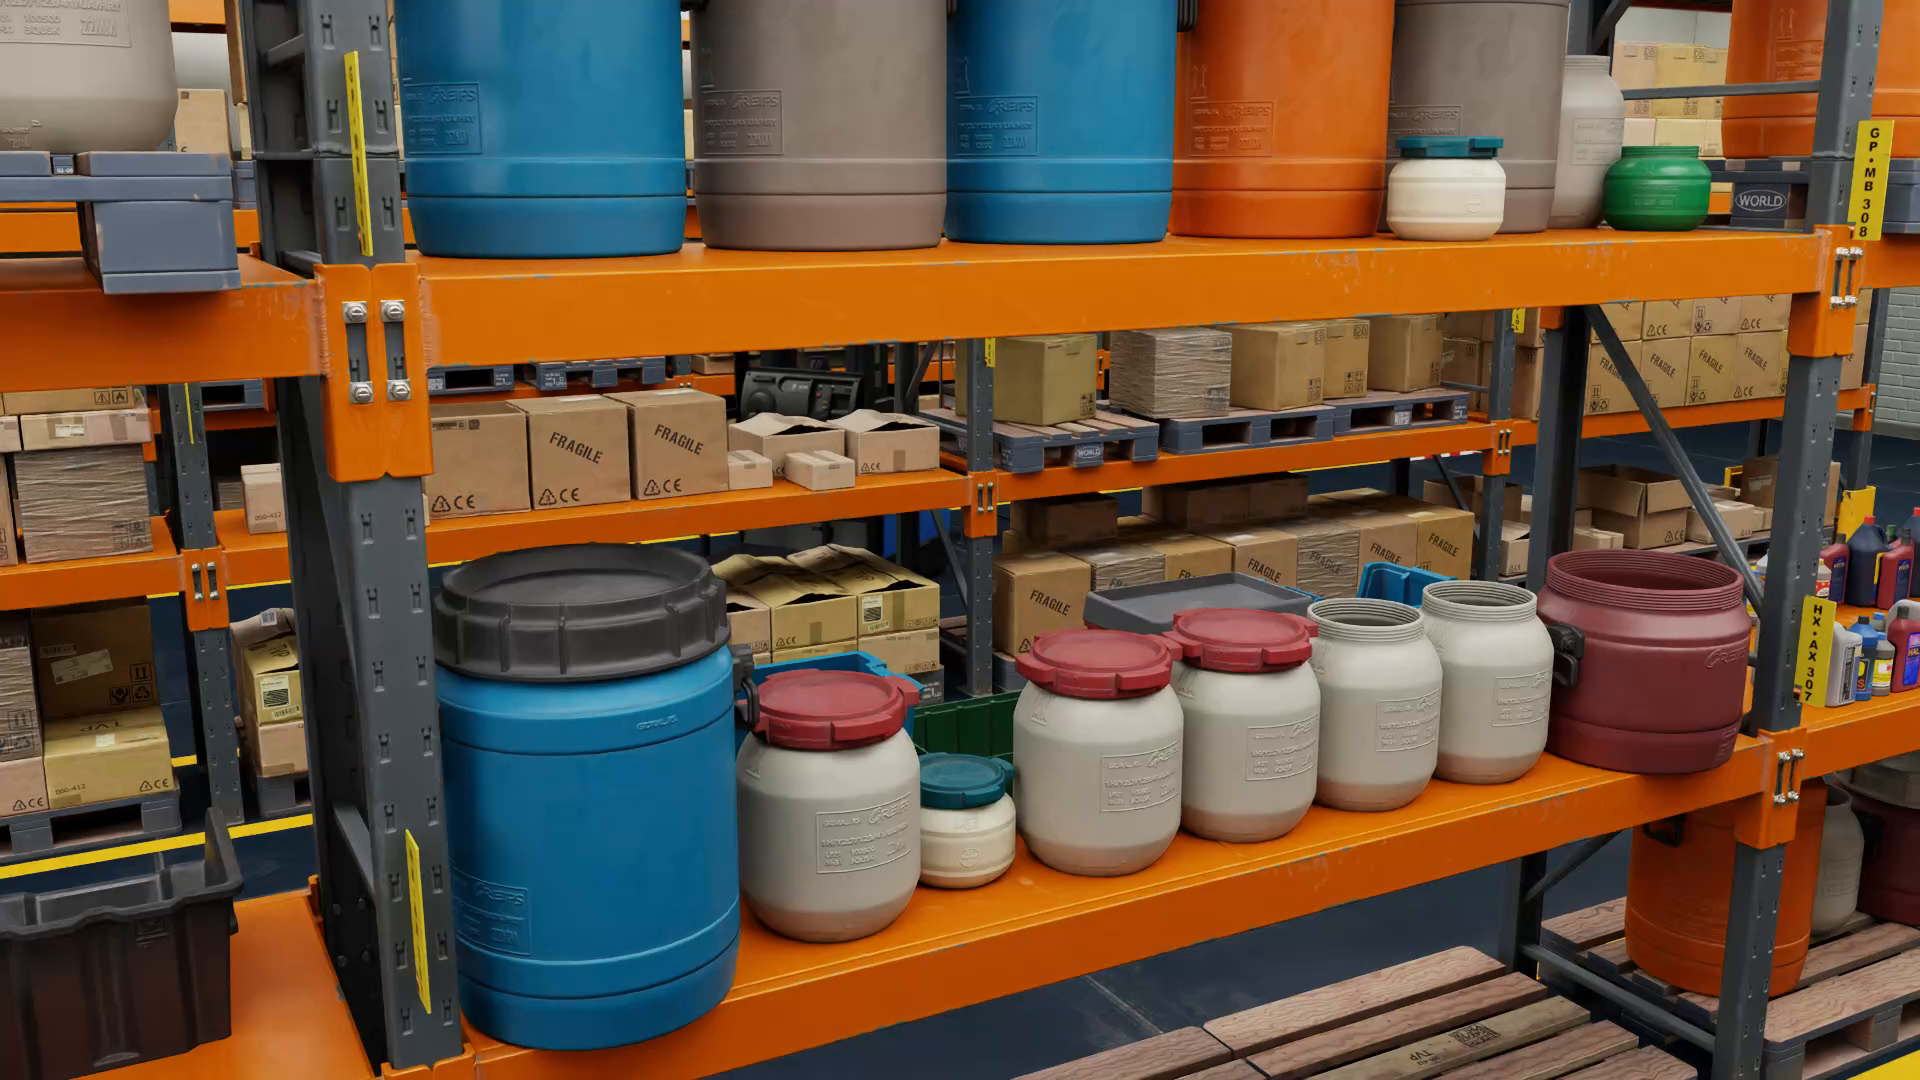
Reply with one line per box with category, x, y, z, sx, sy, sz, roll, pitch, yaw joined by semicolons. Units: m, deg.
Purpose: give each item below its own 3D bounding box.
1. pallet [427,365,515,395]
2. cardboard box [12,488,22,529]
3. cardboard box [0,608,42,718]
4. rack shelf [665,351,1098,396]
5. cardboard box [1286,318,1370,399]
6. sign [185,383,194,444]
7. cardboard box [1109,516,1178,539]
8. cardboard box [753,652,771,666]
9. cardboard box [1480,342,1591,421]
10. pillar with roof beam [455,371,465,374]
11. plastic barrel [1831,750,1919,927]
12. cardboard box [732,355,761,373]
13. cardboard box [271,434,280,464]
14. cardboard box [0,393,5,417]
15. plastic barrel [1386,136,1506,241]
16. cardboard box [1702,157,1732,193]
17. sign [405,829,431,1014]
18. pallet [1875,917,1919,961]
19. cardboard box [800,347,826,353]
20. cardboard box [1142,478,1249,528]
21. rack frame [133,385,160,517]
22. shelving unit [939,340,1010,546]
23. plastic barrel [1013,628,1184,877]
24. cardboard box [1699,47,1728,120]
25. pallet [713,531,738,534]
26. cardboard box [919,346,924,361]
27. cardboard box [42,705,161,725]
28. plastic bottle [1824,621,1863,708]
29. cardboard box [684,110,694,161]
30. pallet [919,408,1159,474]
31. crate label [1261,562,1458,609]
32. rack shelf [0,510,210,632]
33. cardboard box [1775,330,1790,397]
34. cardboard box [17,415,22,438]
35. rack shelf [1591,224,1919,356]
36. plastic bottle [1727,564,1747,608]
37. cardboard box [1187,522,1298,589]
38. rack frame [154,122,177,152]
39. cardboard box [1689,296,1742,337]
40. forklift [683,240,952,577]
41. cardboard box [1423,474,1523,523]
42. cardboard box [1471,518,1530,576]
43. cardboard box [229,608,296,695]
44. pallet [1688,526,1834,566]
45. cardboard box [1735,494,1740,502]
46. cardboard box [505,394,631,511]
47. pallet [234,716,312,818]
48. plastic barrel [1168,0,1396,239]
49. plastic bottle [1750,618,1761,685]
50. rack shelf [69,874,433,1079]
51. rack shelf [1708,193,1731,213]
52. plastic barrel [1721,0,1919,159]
pallet;-4.200;-1.294;12.964;1.213;0.211;1.003;-7;14;-28
cardboard box;-6.885;-0.061;11.740;0.500;0.500;0.500;-8;15;-32
cardboard box;-4.608;0.585;7.778;0.500;0.500;0.500;-7;14;-28
rack shelf;-0.726;-1.463;14.917;4.000;0.370;1.077;-7;14;-28
cardboard box;2.310;-1.233;11.070;0.500;0.500;0.700;-4;13;-19
sign;-3.349;-0.583;7.215;0.005;0.325;0.100;-7;14;-28
cardboard box;1.058;0.157;10.769;0.500;0.500;0.500;-7;15;-30
cardboard box;-1.344;0.697;8.988;0.500;0.250;0.500;-6;14;-27
cardboard box;3.984;-1.120;11.527;0.500;0.500;0.500;-6;14;-26
pillar with roof beam;-1.975;-3.731;9.691;0.400;9.000;9.100;-7;14;-28
plastic barrel;3.678;1.104;6.409;0.708;0.588;0.600;-7;14;-28
cardboard box;-1.857;-1.506;13.994;0.250;0.149;0.380;-7;14;-27
cardboard box;-4.970;-0.671;12.744;0.500;0.250;0.500;-7;15;-29
cardboard box;-4.445;-0.809;7.190;0.500;0.500;0.700;-7;14;-28
plastic barrel;1.261;-0.912;4.311;0.301;0.262;0.301;0;13;0
cardboard box;5.269;-2.621;11.935;0.500;0.250;0.500;-7;14;-28
sign;-0.992;0.698;3.043;0.005;0.325;0.100;-7;14;-28
pallet;4.007;1.448;6.696;1.213;0.211;1.003;-7;14;-28
cardboard box;-1.469;-1.862;14.102;0.500;0.500;0.500;-6;14;-26
cardboard box;1.547;-0.269;10.957;0.500;0.250;0.500;-7;15;-29
rack frame;-5.993;-1.183;12.033;0.127;3.000;1.000;-7;14;-28
shelving unit;0.145;-1.042;13.456;0.503;2.100;0.431;-7;14;-28
plastic barrel;0.343;0.524;4.137;0.433;0.535;0.433;0;13;0
cardboard box;5.123;-3.290;12.058;0.500;0.500;0.700;-7;14;-28
pallet;-1.754;-0.312;14.513;1.213;0.211;1.003;-7;14;-28
cardboard box;-0.507;-1.671;14.727;0.250;0.149;0.380;-6;14;-26
cardboard box;-4.168;0.898;8.092;0.500;0.250;0.500;-7;14;-28
plastic bottle;2.800;0.383;5.359;0.135;0.276;0.152;-7;14;-28
cardboard box;-1.435;-2.069;8.526;0.500;0.250;0.500;-7;15;-29
pallet;0.456;-0.641;10.061;1.003;0.211;1.213;-7;14;-28
crate label;1.263;0.341;5.183;0.616;0.435;0.502;-7;14;-28
rack shelf;-5.371;0.333;6.937;4.000;0.370;1.077;-7;14;-28
cardboard box;6.200;-1.385;12.704;0.500;0.500;0.500;-7;14;-27
cardboard box;-4.391;-0.549;7.512;0.250;0.149;0.380;-7;15;-29
rack shelf;4.020;-1.017;6.104;4.000;0.370;1.077;-7;14;-28
plastic bottle;2.899;0.190;6.225;0.097;0.271;0.097;0;13;0
cardboard box;1.786;0.199;10.585;0.500;0.500;0.500;-7;15;-30
rack frame;-3.616;-3.155;7.135;0.127;3.000;1.000;-7;14;-28
cardboard box;5.311;-1.765;12.115;0.500;0.500;0.500;-6;14;-26
forklift;-1.197;-0.970;11.242;1.130;2.935;3.031;7;14;27
cardboard box;3.770;-0.180;12.268;0.500;0.500;0.500;-7;14;-28
cardboard box;3.878;0.024;11.791;0.500;0.311;0.500;-7;14;-28
cardboard box;-3.398;0.536;8.422;0.500;0.311;0.500;-7;14;-28
pallet;6.151;-0.038;13.300;1.213;0.211;1.003;-7;14;-28
cardboard box;6.165;-0.319;13.647;0.250;0.166;0.380;-7;14;-28
cardboard box;-2.032;-0.463;8.608;0.500;0.500;0.500;-7;14;-28
pallet;-2.988;1.047;8.477;1.213;0.211;1.003;-7;14;-28
plastic barrel;0.866;-1.254;4.539;0.708;0.830;0.600;-7;14;-28
plastic bottle;2.727;0.354;5.489;0.135;0.276;0.152;-7;14;-28
rack shelf;-3.001;1.288;2.694;4.000;0.370;1.077;-7;14;-28
rack shelf;5.161;-2.393;12.217;4.000;0.370;1.077;-7;14;-28
plastic barrel;2.765;-1.631;5.260;0.708;0.830;0.600;-7;14;-28
